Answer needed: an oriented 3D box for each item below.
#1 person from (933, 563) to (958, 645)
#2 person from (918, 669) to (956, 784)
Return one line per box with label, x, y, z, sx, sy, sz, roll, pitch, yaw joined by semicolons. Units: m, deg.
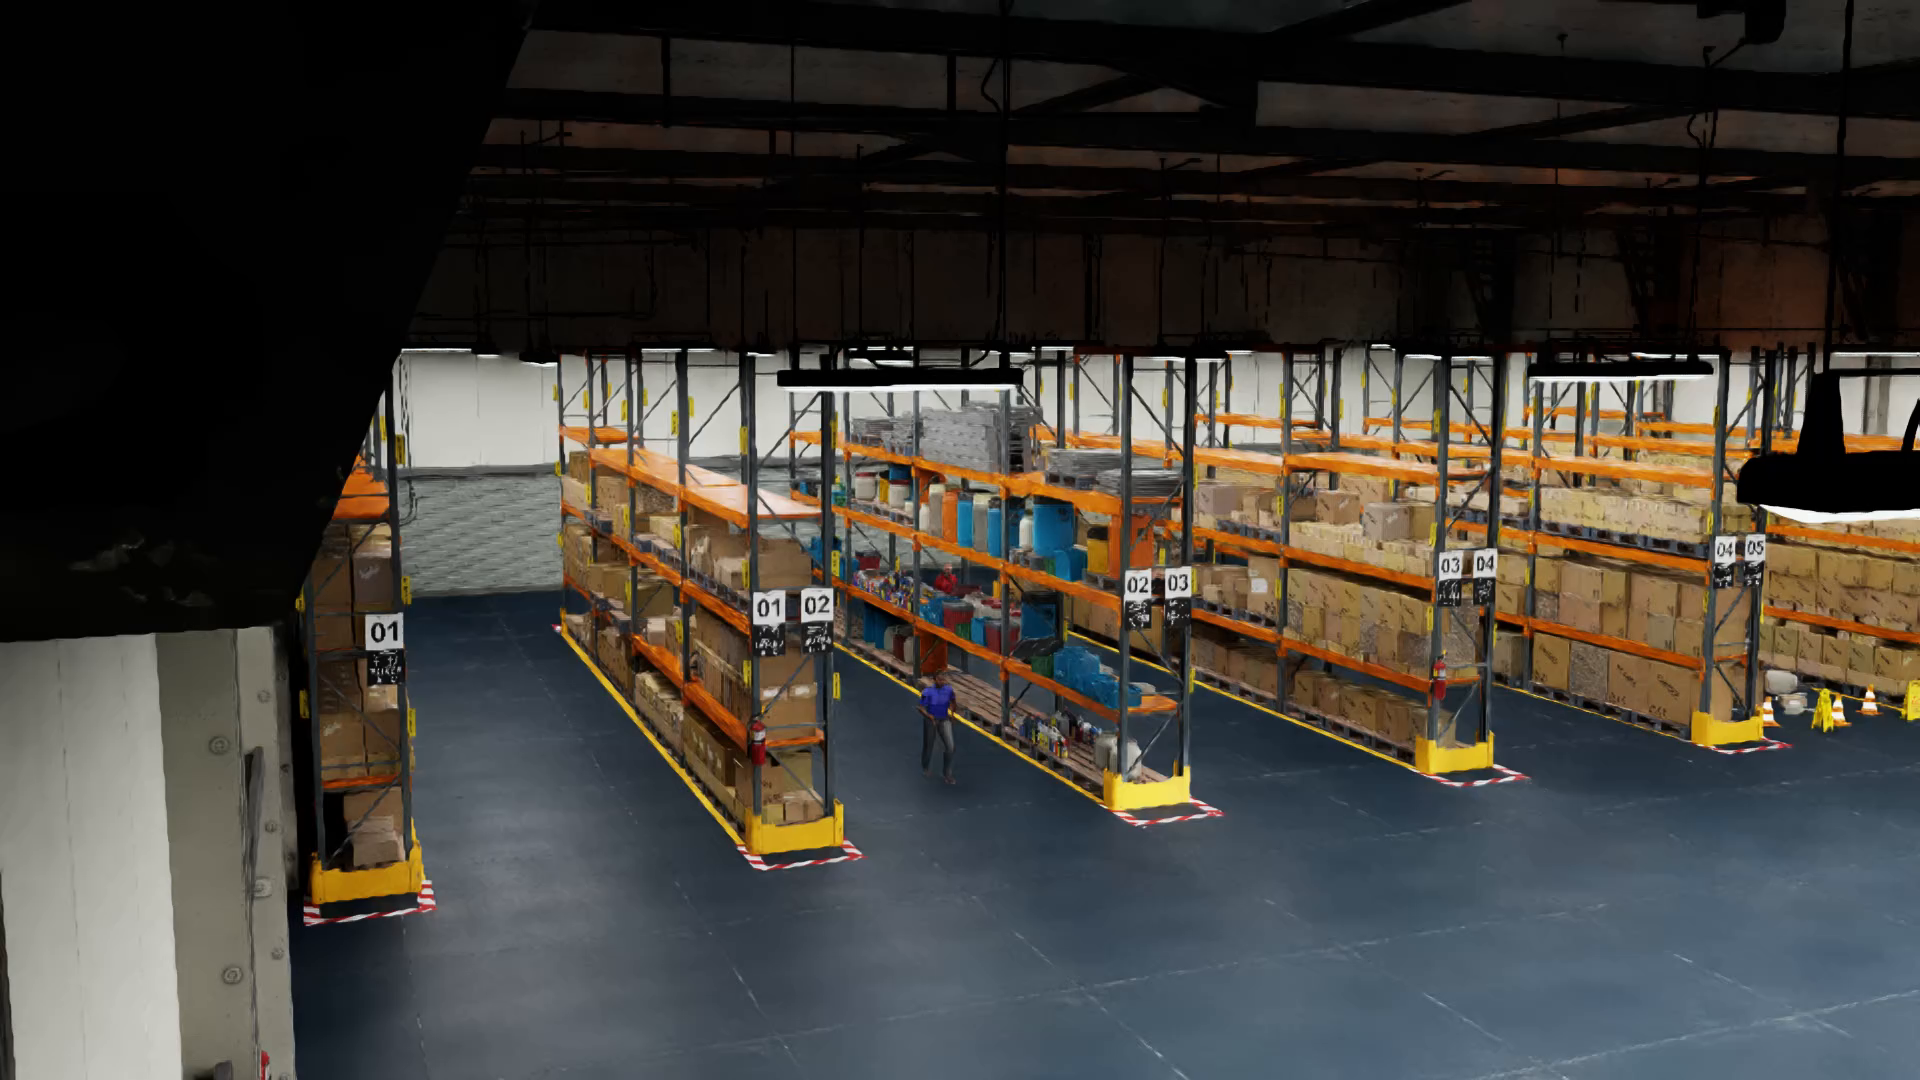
person;-0.280;1.261;33.399;0.542;1.645;1.126;-3;8;-19
person;-0.308;2.588;23.386;0.609;1.583;0.807;-2;8;-16
